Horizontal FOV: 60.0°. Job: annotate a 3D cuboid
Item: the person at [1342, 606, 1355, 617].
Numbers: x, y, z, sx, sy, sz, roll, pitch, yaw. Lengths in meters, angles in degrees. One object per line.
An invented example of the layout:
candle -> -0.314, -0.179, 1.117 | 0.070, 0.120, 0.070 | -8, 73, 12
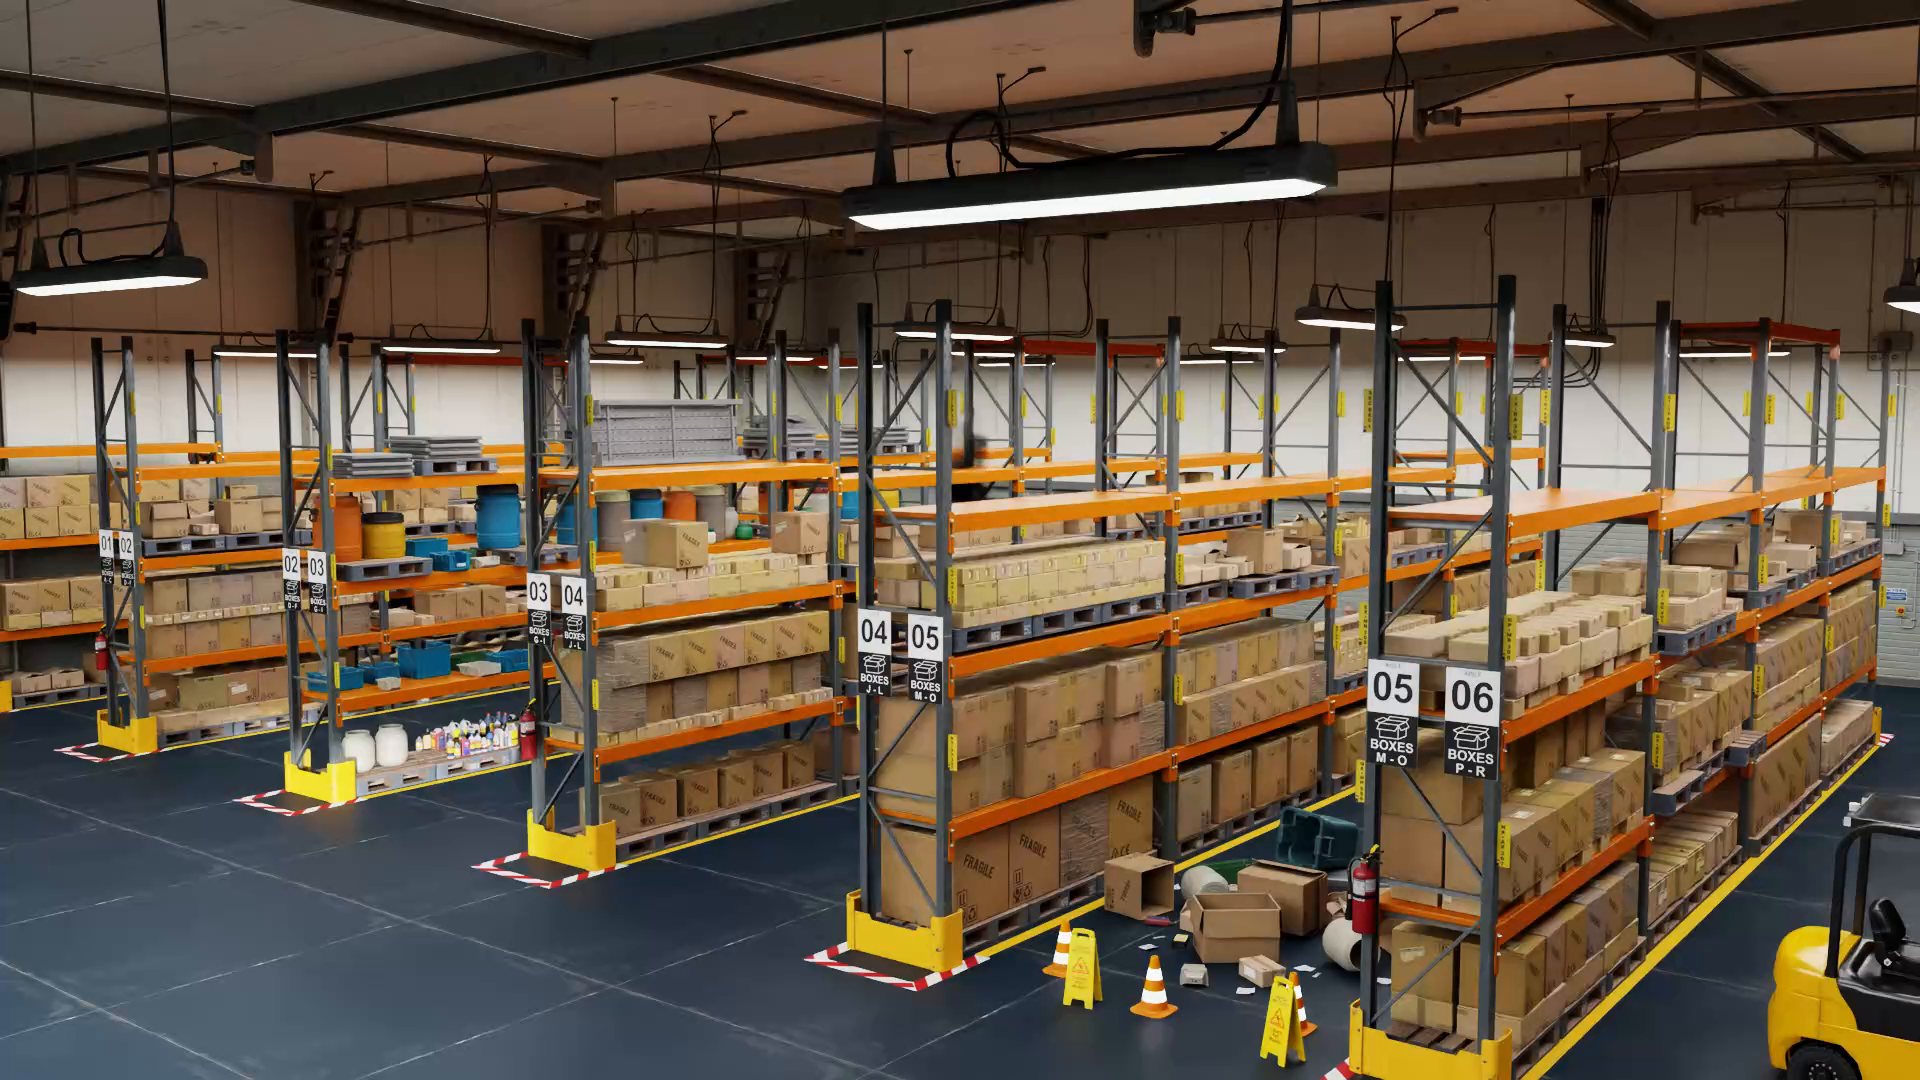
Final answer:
person -> 6.356, 1.941, 27.115 | 0.743, 1.736, 0.765 | 5, 7, 43

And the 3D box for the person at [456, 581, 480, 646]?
person -> -9.218, 1.615, 31.314 | 0.578, 1.757, 0.720 | 3, 6, 35

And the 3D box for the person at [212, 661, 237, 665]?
person -> -12.056, 1.965, 27.341 | 0.663, 1.664, 0.571 | 4, 6, 39
